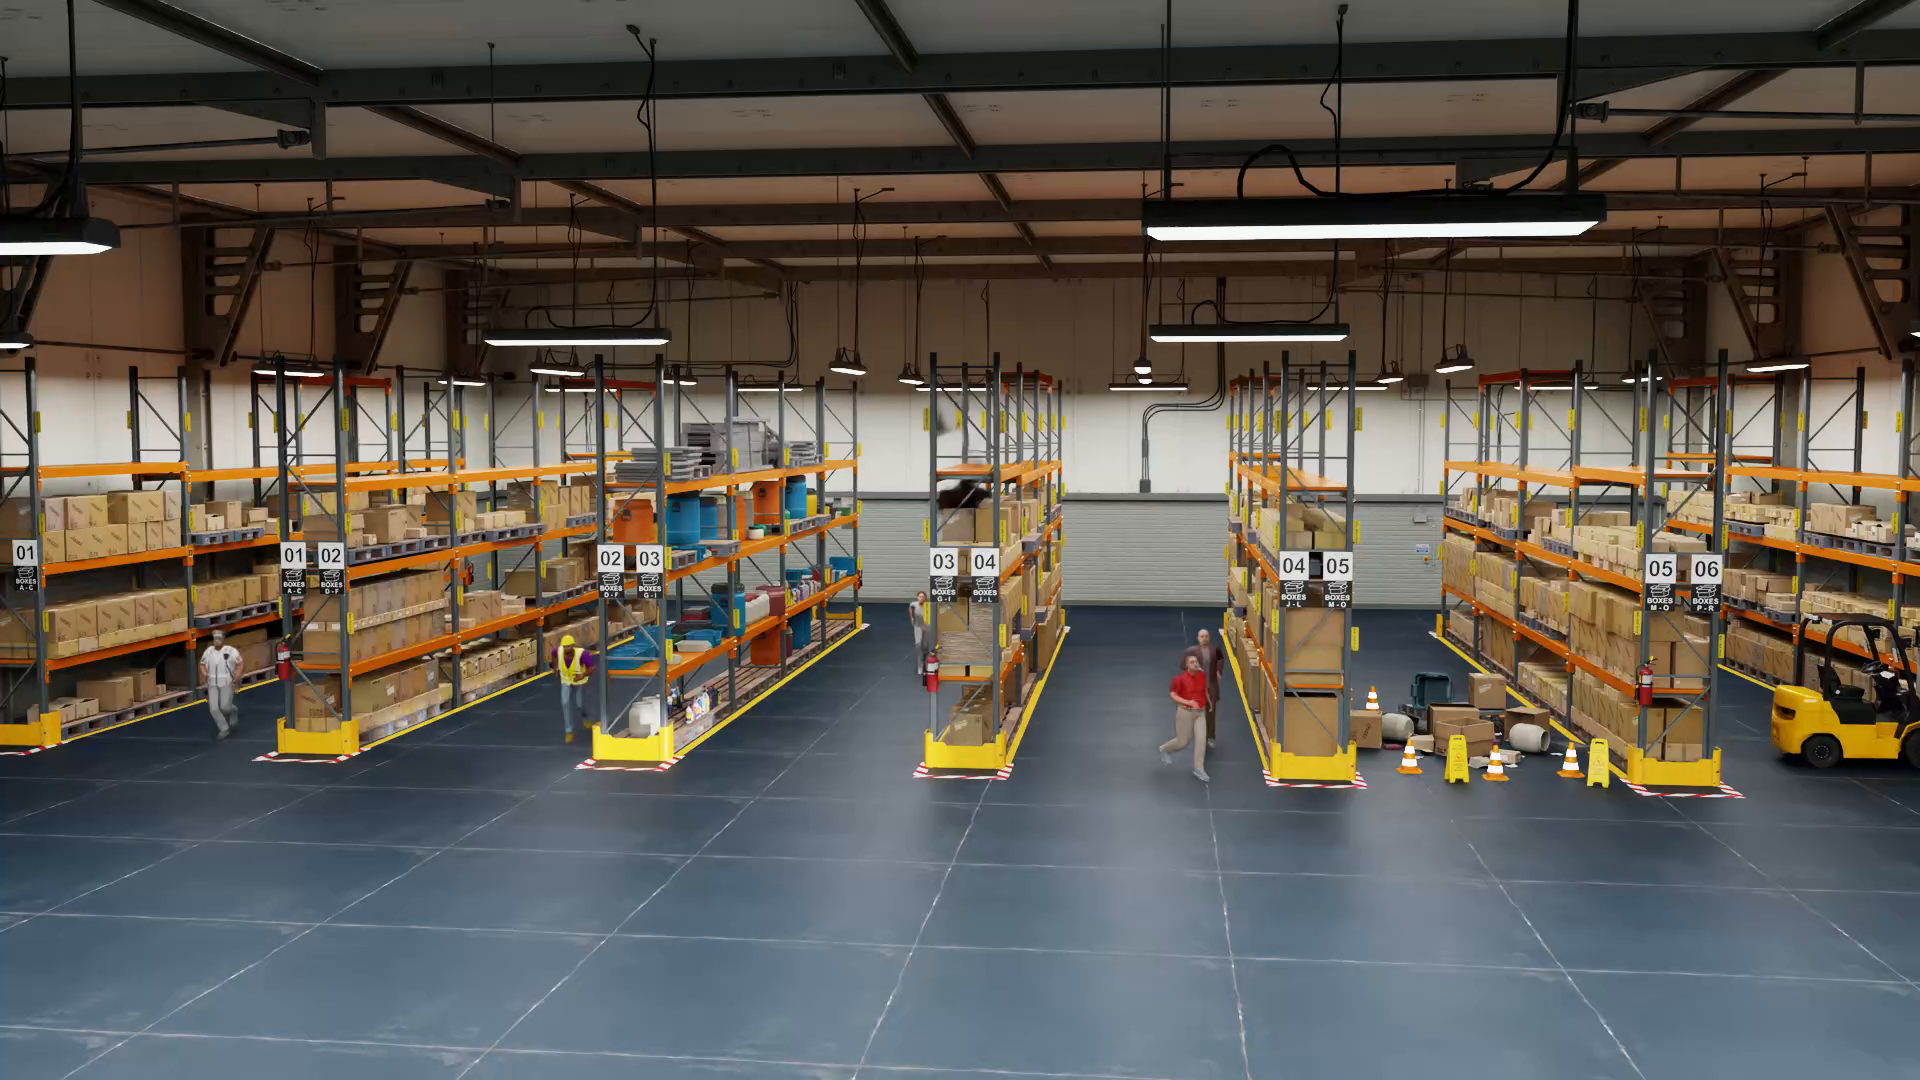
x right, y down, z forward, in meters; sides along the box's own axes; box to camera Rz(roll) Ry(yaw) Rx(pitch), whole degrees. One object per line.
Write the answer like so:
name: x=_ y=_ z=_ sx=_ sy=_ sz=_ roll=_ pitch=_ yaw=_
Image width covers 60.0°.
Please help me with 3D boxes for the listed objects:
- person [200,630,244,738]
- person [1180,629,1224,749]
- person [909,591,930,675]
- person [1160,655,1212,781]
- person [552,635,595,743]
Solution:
person: x=-11.768 y=2.276 z=26.468 sx=0.650 sy=1.730 sz=0.614 roll=0 pitch=4 yaw=-5
person: x=3.763 y=2.264 z=25.722 sx=0.711 sy=1.771 sz=1.034 roll=0 pitch=4 yaw=0
person: x=-0.743 y=1.828 z=33.392 sx=0.565 sy=1.674 sz=0.941 roll=0 pitch=4 yaw=-1
person: x=3.251 y=2.489 z=23.573 sx=0.673 sy=1.737 sz=0.932 roll=-2 pitch=4 yaw=-25
person: x=-6.111 y=2.319 z=26.431 sx=0.746 sy=1.715 sz=1.060 roll=1 pitch=4 yaw=8
